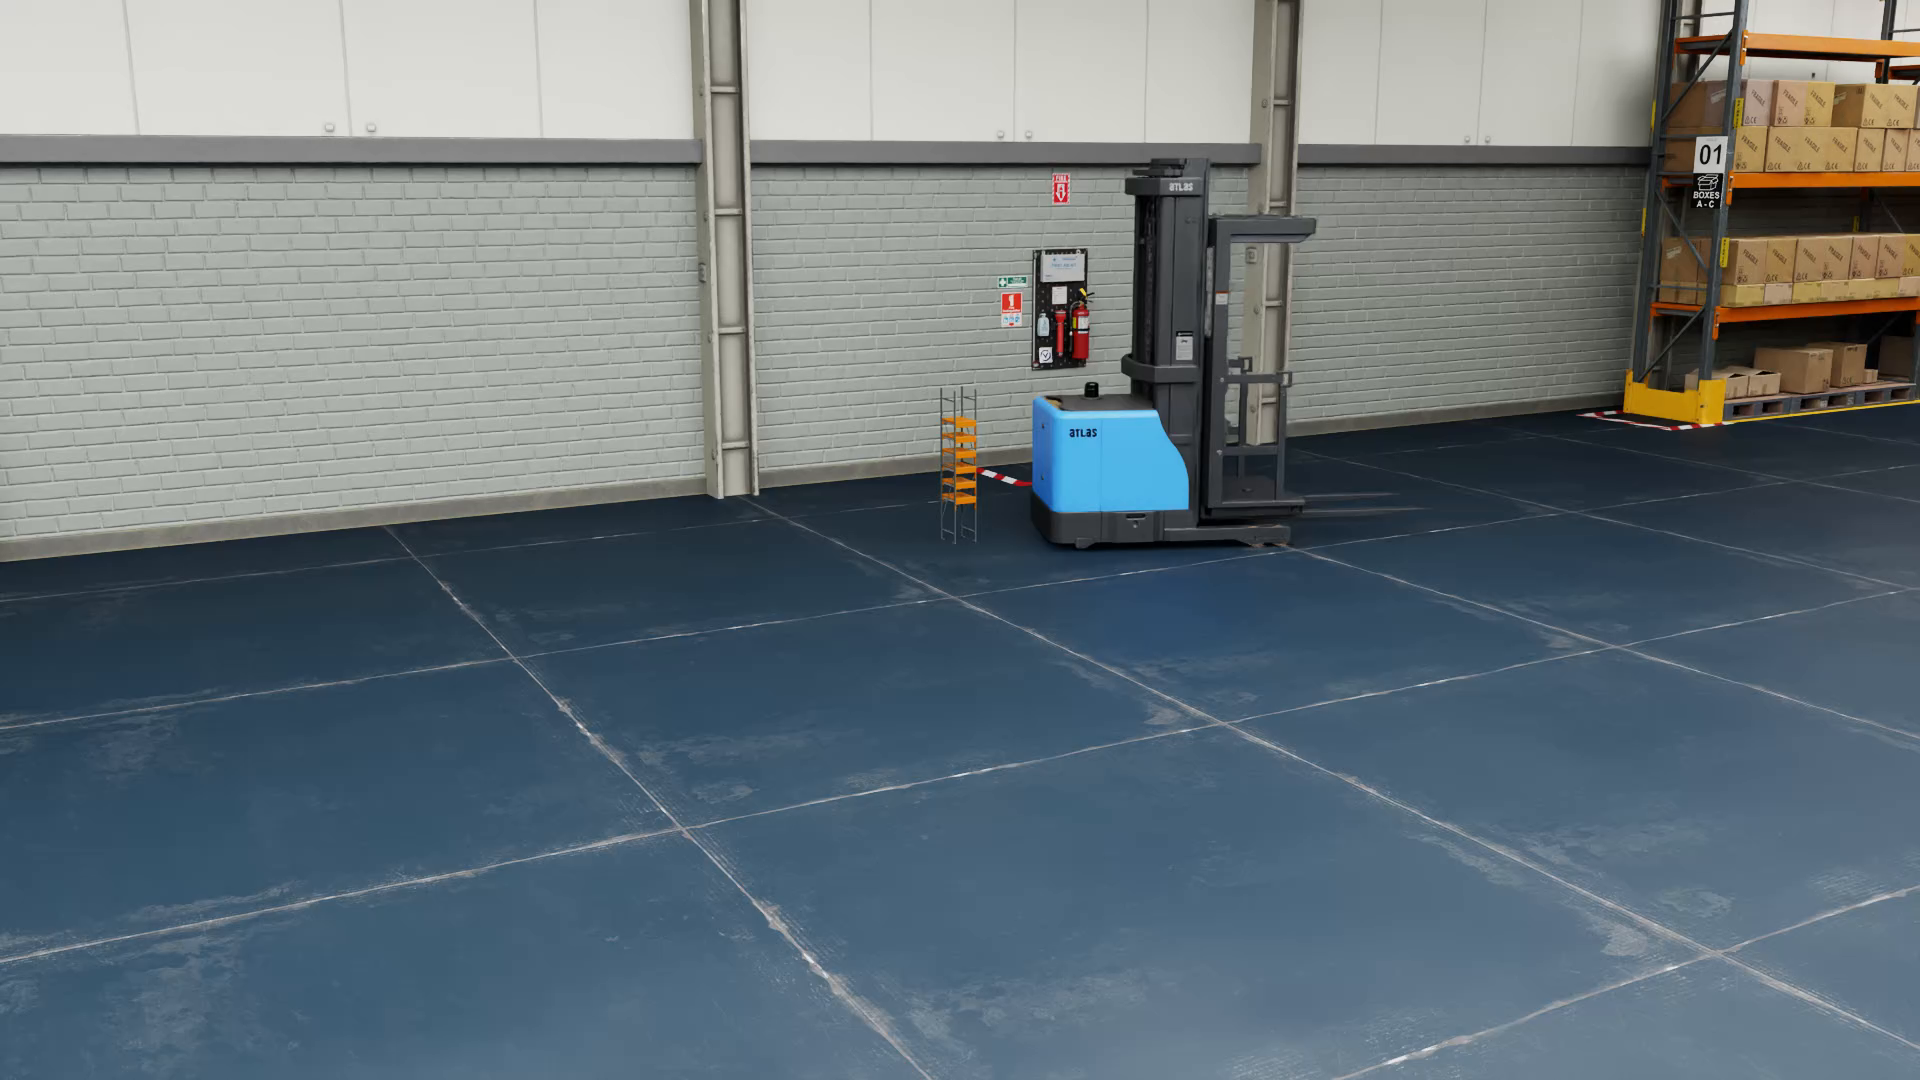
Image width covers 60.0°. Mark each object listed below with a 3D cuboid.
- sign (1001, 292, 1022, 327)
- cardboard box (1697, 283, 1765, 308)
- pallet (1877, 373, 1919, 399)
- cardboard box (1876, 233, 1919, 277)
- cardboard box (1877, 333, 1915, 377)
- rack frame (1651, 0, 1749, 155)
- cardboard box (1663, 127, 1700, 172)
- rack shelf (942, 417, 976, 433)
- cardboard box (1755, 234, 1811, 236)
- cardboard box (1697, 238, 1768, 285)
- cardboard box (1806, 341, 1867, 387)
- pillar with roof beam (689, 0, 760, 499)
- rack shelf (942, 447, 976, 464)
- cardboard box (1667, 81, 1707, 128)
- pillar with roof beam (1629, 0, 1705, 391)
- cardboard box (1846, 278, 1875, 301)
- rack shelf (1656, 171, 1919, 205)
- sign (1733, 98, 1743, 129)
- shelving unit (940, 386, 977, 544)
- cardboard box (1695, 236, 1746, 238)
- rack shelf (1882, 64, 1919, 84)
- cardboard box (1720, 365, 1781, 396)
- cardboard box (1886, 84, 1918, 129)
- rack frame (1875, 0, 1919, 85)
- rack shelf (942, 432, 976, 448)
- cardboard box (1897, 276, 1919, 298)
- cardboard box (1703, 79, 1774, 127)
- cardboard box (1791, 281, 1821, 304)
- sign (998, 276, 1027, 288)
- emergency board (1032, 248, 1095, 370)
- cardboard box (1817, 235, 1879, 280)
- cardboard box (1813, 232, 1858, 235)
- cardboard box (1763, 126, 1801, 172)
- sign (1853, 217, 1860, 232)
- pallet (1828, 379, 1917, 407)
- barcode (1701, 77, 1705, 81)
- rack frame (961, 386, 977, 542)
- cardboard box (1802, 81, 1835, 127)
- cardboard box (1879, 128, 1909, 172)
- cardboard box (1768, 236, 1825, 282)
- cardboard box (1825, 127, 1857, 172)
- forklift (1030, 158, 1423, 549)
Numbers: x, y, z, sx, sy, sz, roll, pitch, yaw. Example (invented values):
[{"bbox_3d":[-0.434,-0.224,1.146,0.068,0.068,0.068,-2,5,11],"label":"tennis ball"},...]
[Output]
[{"bbox_3d":[0.500,-2.236,16.131,0.234,0.329,0.001,-7,14,-28],"label":"sign"},{"bbox_3d":[8.869,-2.827,19.135,0.500,0.250,0.500,-7,15,-29],"label":"cardboard box"},{"bbox_3d":[12.482,-2.043,21.706,1.213,0.211,1.003,-7,14,-28],"label":"pallet"},{"bbox_3d":[11.533,-3.514,20.480,0.500,0.500,0.500,-7,14,-28],"label":"cardboard box"},{"bbox_3d":[12.438,-2.397,21.619,0.500,0.500,0.700,-6,14,-26],"label":"cardboard box"},{"bbox_3d":[8.289,-5.827,18.506,0.127,3.000,1.000,-7,14,-28],"label":"rack frame"},{"bbox_3d":[8.534,-4.515,19.234,0.500,0.500,0.500,-6,14,-24],"label":"cardboard box"},{"bbox_3d":[-0.013,-0.892,12.901,0.180,0.103,0.258,-7,14,-28],"label":"rack shelf"},{"bbox_3d":[9.941,-3.452,20.206,0.500,0.500,0.500,-7,14,-27],"label":"cardboard box"},{"bbox_3d":[8.852,-3.195,19.062,0.500,0.500,0.500,-7,14,-28],"label":"cardboard box"},{"bbox_3d":[10.908,-2.199,20.741,0.500,0.500,0.500,-8,15,-32],"label":"cardboard box"},{"bbox_3d":[0.019,-3.975,10.278,0.400,9.000,9.100,-7,14,-28],"label":"pillar with roof beam"},{"bbox_3d":[-0.013,-0.658,12.954,0.180,0.103,0.258,-7,14,-28],"label":"rack shelf"},{"bbox_3d":[8.542,-5.006,19.138,0.500,0.500,0.500,-6,14,-25],"label":"cardboard box"},{"bbox_3d":[10.551,-5.238,15.887,0.400,9.000,9.100,-7,14,-28],"label":"pillar with roof beam"},{"bbox_3d":[10.654,-3.043,20.093,0.500,0.250,0.500,-7,14,-28],"label":"cardboard box"},{"bbox_3d":[10.044,-4.223,19.849,4.000,0.370,1.077,-7,14,-28],"label":"rack shelf"},{"bbox_3d":[8.549,-4.686,18.275,0.005,0.325,0.100,-7,14,-28],"label":"sign"},{"bbox_3d":[-0.013,-0.584,12.971,0.189,1.200,0.258,-7,14,-28],"label":"shelving unit"},{"bbox_3d":[9.047,-3.344,19.726,0.500,0.500,0.500,-7,14,-27],"label":"cardboard box"},{"bbox_3d":[13.555,-5.912,21.433,4.000,0.370,1.077,-7,14,-28],"label":"rack shelf"},{"bbox_3d":[9.439,-1.919,19.924,0.500,0.311,0.500,-6,14,-23],"label":"cardboard box"},{"bbox_3d":[11.011,-5.166,19.849,0.500,0.500,0.500,-6,14,-25],"label":"cardboard box"},{"bbox_3d":[11.800,-6.248,20.376,0.127,3.000,1.000,-7,14,-28],"label":"rack frame"},{"bbox_3d":[-0.013,-0.775,12.928,0.180,0.103,0.258,-7,14,-28],"label":"rack shelf"},{"bbox_3d":[11.529,-3.149,20.568,0.500,0.250,0.500,-7,14,-28],"label":"cardboard box"},{"bbox_3d":[8.743,-4.904,18.684,0.500,0.500,0.500,-8,15,-32],"label":"cardboard box"},{"bbox_3d":[9.768,-2.937,19.623,0.500,0.250,0.500,-7,15,-29],"label":"cardboard box"},{"bbox_3d":[0.508,-2.493,16.067,0.331,0.109,0.001,-7,14,-28],"label":"sign"},{"bbox_3d":[1.035,-2.257,16.305,0.643,1.169,0.194,-7,14,-28],"label":"emergency board"},{"bbox_3d":[10.650,-3.410,20.016,0.500,0.500,0.500,-7,15,-29],"label":"cardboard box"},{"bbox_3d":[10.831,-3.561,20.687,0.500,0.500,0.500,-7,14,-28],"label":"cardboard box"},{"bbox_3d":[9.190,-4.459,18.985,0.500,0.500,0.500,-6,14,-24],"label":"cardboard box"},{"bbox_3d":[11.531,-3.993,21.381,0.005,0.325,0.100,-7,14,-28],"label":"sign"},{"bbox_3d":[11.227,-1.883,20.996,1.213,0.211,1.003,-7,14,-28],"label":"pallet"},{"bbox_3d":[8.672,-5.364,19.409,0.075,0.075,0.001,-7,14,-28],"label":"barcode"},{"bbox_3d":[0.068,-0.593,13.013,0.006,1.200,0.240,-7,14,-28],"label":"rack frame"},{"bbox_3d":[9.652,-5.003,19.125,0.500,0.500,0.500,-6,14,-26],"label":"cardboard box"},{"bbox_3d":[11.025,-4.691,20.019,0.500,0.500,0.500,-8,15,-33],"label":"cardboard box"},{"bbox_3d":[9.747,-3.298,19.521,0.500,0.500,0.500,-7,15,-30],"label":"cardboard box"},{"bbox_3d":[10.104,-4.575,19.499,0.500,0.500,0.500,-6,14,-24],"label":"cardboard box"},{"bbox_3d":[2.131,-1.487,13.041,3.031,2.935,1.130,-2,13,-7],"label":"forklift"}]
